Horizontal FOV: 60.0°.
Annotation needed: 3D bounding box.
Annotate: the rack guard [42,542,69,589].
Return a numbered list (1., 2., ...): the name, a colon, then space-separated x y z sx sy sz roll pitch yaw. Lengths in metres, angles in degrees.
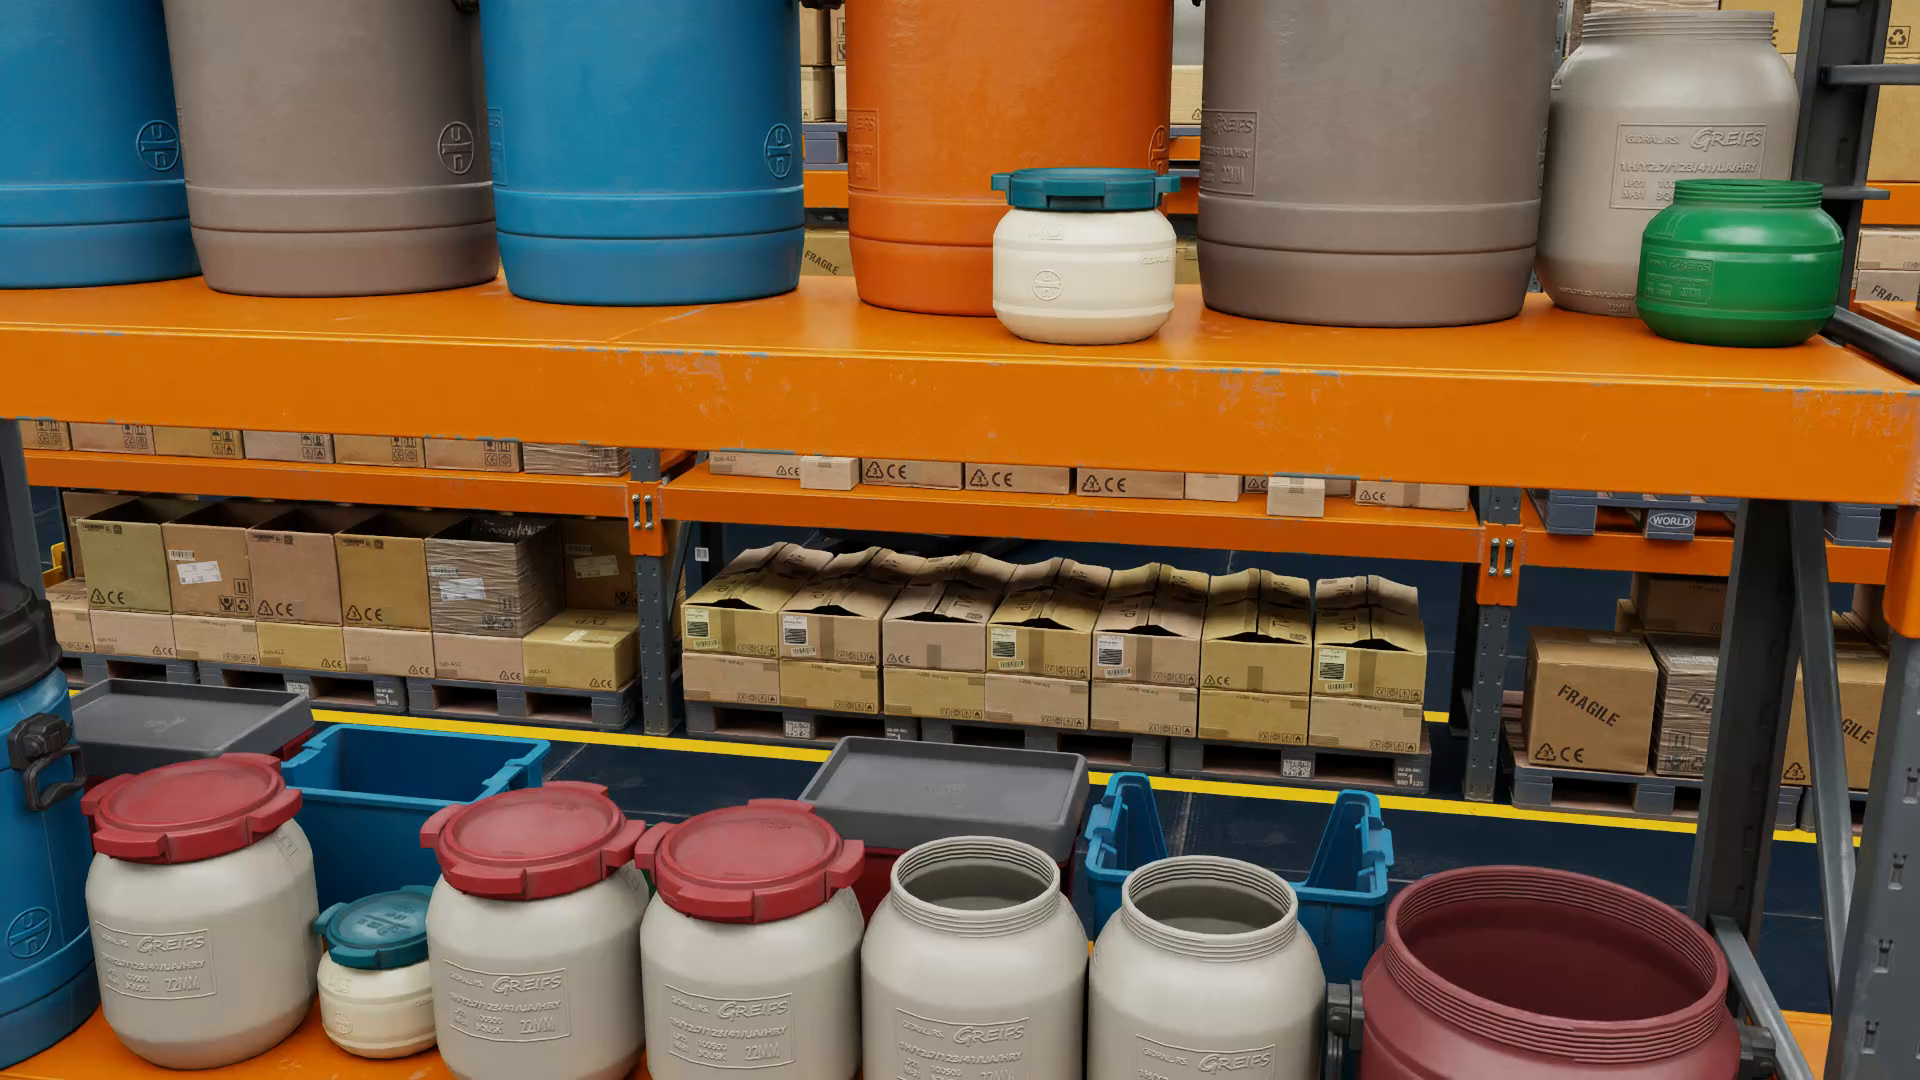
1. rack guard: -5.381 0.409 9.580 0.348 0.500 1.175 3 16 11

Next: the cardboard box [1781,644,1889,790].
1. cardboard box: 3.876 0.777 7.427 0.500 0.500 0.500 3 16 10

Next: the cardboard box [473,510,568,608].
1. cardboard box: -2.321 0.048 9.158 0.500 0.500 0.500 3 16 11

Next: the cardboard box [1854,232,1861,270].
1. cardboard box: 5.878 -2.030 11.514 0.500 0.250 0.500 3 16 12

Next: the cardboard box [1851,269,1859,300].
1. cardboard box: 5.891 -1.666 11.605 0.500 0.500 0.500 3 16 11

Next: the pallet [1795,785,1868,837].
1. pallet: 4.398 1.090 7.663 1.213 0.211 1.003 3 16 11

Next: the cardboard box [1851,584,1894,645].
1. cardboard box: 4.505 0.306 7.723 0.500 0.250 0.500 3 16 10

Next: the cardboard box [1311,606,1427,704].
1. cardboard box: 1.920 0.520 7.810 0.500 0.311 0.500 4 16 13

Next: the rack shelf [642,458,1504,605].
1. rack shelf: 0.523 -0.129 8.186 4.000 0.370 1.077 3 16 11

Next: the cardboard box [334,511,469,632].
1. cardboard box: -2.914 0.157 8.767 0.500 0.500 0.500 3 16 11

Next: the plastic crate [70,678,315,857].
1. plastic crate: -1.893 0.628 3.984 0.583 0.464 0.402 3 16 11

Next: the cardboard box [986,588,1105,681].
1. cardboard box: 0.425 0.439 8.101 0.500 0.311 0.500 4 16 13

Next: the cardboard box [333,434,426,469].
1. cardboard box: -2.882 -0.706 8.735 0.500 0.500 0.700 3 16 12

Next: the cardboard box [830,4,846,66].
1. cardboard box: -0.278 -2.452 7.694 0.500 0.500 0.500 5 16 16

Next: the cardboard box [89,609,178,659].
1. cardboard box: -4.385 0.440 9.147 0.500 0.250 0.500 3 16 11

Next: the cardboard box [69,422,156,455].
1. cardboard box: -4.387 -0.788 9.031 0.500 0.500 0.700 4 16 13

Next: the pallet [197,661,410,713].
1. pallet: -3.407 0.644 9.271 1.213 0.211 1.003 3 16 11

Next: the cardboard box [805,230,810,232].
1. cardboard box: -1.469 -2.146 12.959 0.500 0.500 0.500 3 16 11

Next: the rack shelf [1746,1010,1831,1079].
1. rack shelf: 3.452 1.379 2.741 4.000 0.370 1.077 3 16 11

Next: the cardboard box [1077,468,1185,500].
1. cardboard box: 0.835 -0.502 7.999 0.500 0.500 0.500 2 16 8

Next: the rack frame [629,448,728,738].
1. rack frame: -1.437 -0.582 8.474 0.127 3.000 1.000 3 16 11

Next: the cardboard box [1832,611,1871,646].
1. cardboard box: 3.953 0.639 7.923 0.500 0.500 0.500 3 16 9

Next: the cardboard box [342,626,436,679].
1. cardboard box: -2.916 0.521 8.855 0.500 0.250 0.500 3 16 11

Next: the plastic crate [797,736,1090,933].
1. plastic crate: -0.031 0.730 3.619 0.583 0.464 0.402 3 16 11

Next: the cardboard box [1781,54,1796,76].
1. cardboard box: 3.416 -1.821 7.142 0.500 0.500 0.910 3 16 11

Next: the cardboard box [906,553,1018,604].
1. cardboard box: 0.016 0.270 8.711 0.500 0.311 0.500 3 16 11

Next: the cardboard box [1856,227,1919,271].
1. cardboard box: 6.378 -2.003 11.416 0.500 0.250 0.500 3 16 12

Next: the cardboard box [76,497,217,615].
1. cardboard box: -4.386 0.079 9.046 0.500 0.500 0.500 3 16 11

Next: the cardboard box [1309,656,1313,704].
1. cardboard box: 1.535 0.622 8.490 0.500 0.250 0.500 3 16 10

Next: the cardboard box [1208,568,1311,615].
1. cardboard box: 1.511 0.353 8.413 0.500 0.311 0.500 3 16 10

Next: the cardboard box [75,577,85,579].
1. cardboard box: -4.773 0.279 9.729 0.500 0.250 0.500 3 16 11

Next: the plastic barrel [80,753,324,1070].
1. plastic barrel: -1.534 0.756 3.388 0.433 0.535 0.433 0 15 0

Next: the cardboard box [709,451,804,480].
1. cardboard box: -0.946 -0.495 8.441 0.500 0.250 0.500 4 16 15

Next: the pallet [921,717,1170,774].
1. pallet: 0.492 0.855 8.509 1.213 0.211 1.003 3 16 11

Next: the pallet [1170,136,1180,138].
1. pallet: 1.147 -3.118 12.362 1.003 0.211 1.213 3 16 11

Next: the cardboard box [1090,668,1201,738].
1. cardboard box: 0.920 0.735 8.083 0.500 0.250 0.500 3 16 12

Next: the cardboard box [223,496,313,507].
1. cardboard box: -3.789 -0.033 9.453 0.500 0.500 0.500 3 16 11

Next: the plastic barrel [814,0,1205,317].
1. plastic barrel: 0.089 -0.861 3.059 0.708 0.830 0.600 3 16 11

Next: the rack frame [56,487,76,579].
1. rack frame: -5.357 -0.795 9.242 0.127 3.000 1.000 3 16 11

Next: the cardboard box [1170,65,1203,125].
1. cardboard box: 0.951 -2.011 7.507 0.500 0.250 0.500 3 16 10

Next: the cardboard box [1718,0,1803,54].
1. cardboard box: 3.408 -2.293 6.971 0.500 0.500 0.500 3 16 11

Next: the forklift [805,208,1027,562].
1. forklift: -0.315 -1.268 11.078 1.130 2.935 3.031 9 18 29

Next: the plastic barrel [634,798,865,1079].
1. plastic barrel: -0.391 0.818 3.164 0.433 0.535 0.433 0 15 0

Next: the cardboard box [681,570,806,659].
1. cardboard box: -1.082 0.358 8.395 0.500 0.311 0.500 3 16 11

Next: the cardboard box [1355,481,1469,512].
1. cardboard box: 2.135 -0.357 7.829 0.500 0.311 0.500 4 16 15

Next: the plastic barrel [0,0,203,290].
1. plastic barrel: -1.887 -1.003 3.437 0.708 0.901 0.600 3 16 11

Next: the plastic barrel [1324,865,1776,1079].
1. plastic barrel: 0.977 0.915 2.813 0.708 0.536 0.600 3 16 11

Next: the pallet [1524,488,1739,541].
1. pallet: 3.161 -0.259 7.668 1.003 0.211 1.213 3 16 11

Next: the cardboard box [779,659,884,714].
1. cardboard box: -0.591 0.655 8.374 0.500 0.250 0.500 4 16 12

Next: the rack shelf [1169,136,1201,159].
1. rack shelf: 1.506 -2.871 12.464 4.000 0.370 1.077 3 16 11

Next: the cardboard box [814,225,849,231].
1. cardboard box: -0.873 -2.256 13.358 0.500 0.500 0.500 3 16 10
